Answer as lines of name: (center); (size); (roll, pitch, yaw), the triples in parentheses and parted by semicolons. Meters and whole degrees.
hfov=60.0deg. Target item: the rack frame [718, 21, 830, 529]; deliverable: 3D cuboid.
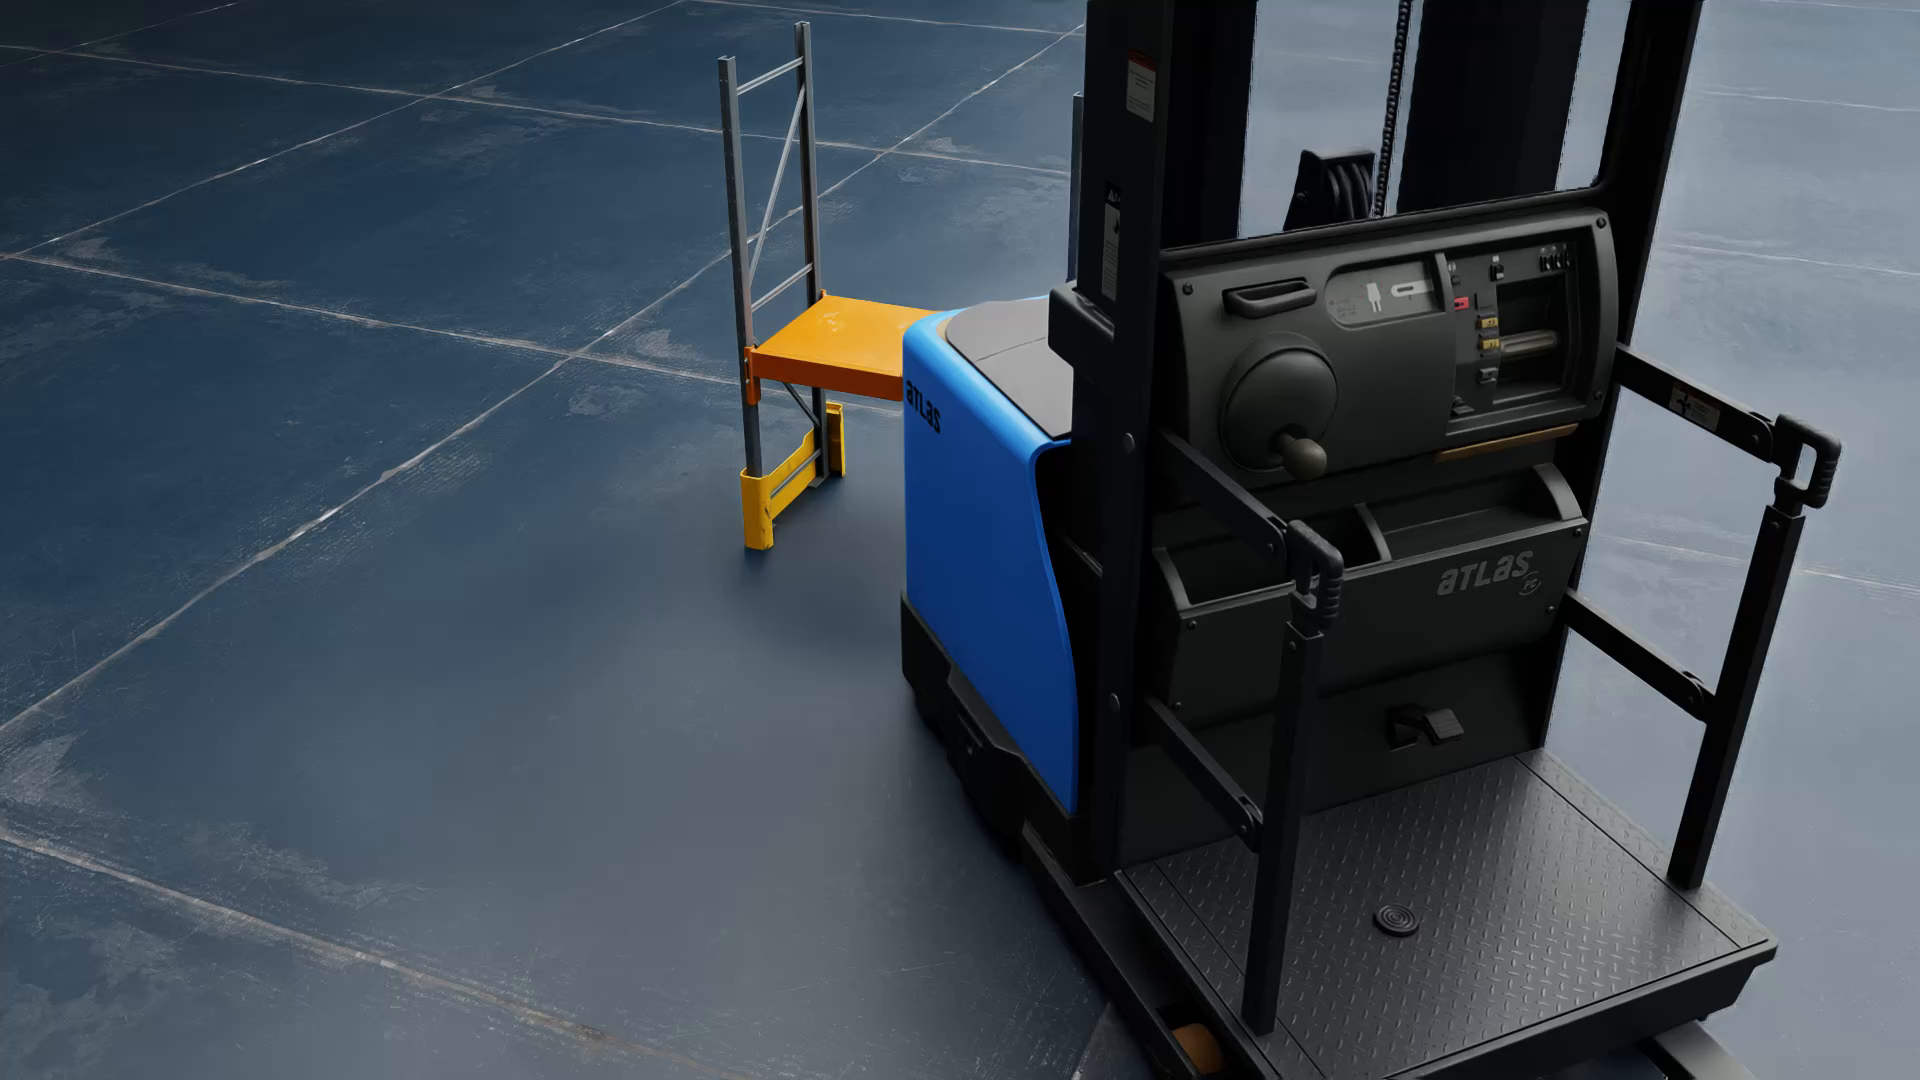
rack frame: (-0.550, -0.763, 5.075); (0.032, 1.500, 0.500); (11, 31, 19)

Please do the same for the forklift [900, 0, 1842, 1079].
forklift: (0.884, -0.308, 2.817); (1.130, 2.935, 3.031); (-12, 32, -20)

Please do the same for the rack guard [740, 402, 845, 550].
rack guard: (-0.532, -0.215, 5.376); (0.087, 0.250, 0.587); (11, 31, 19)

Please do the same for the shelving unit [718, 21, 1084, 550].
shelving unit: (-0.071, -0.667, 4.906); (1.083, 1.500, 0.587); (11, 31, 19)

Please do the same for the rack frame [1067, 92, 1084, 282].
rack frame: (0.392, -0.575, 4.742); (0.032, 1.500, 0.500); (11, 31, 19)

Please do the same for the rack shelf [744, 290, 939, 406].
rack shelf: (-0.079, -0.512, 4.997); (1.000, 0.185, 0.538); (11, 31, 19)
